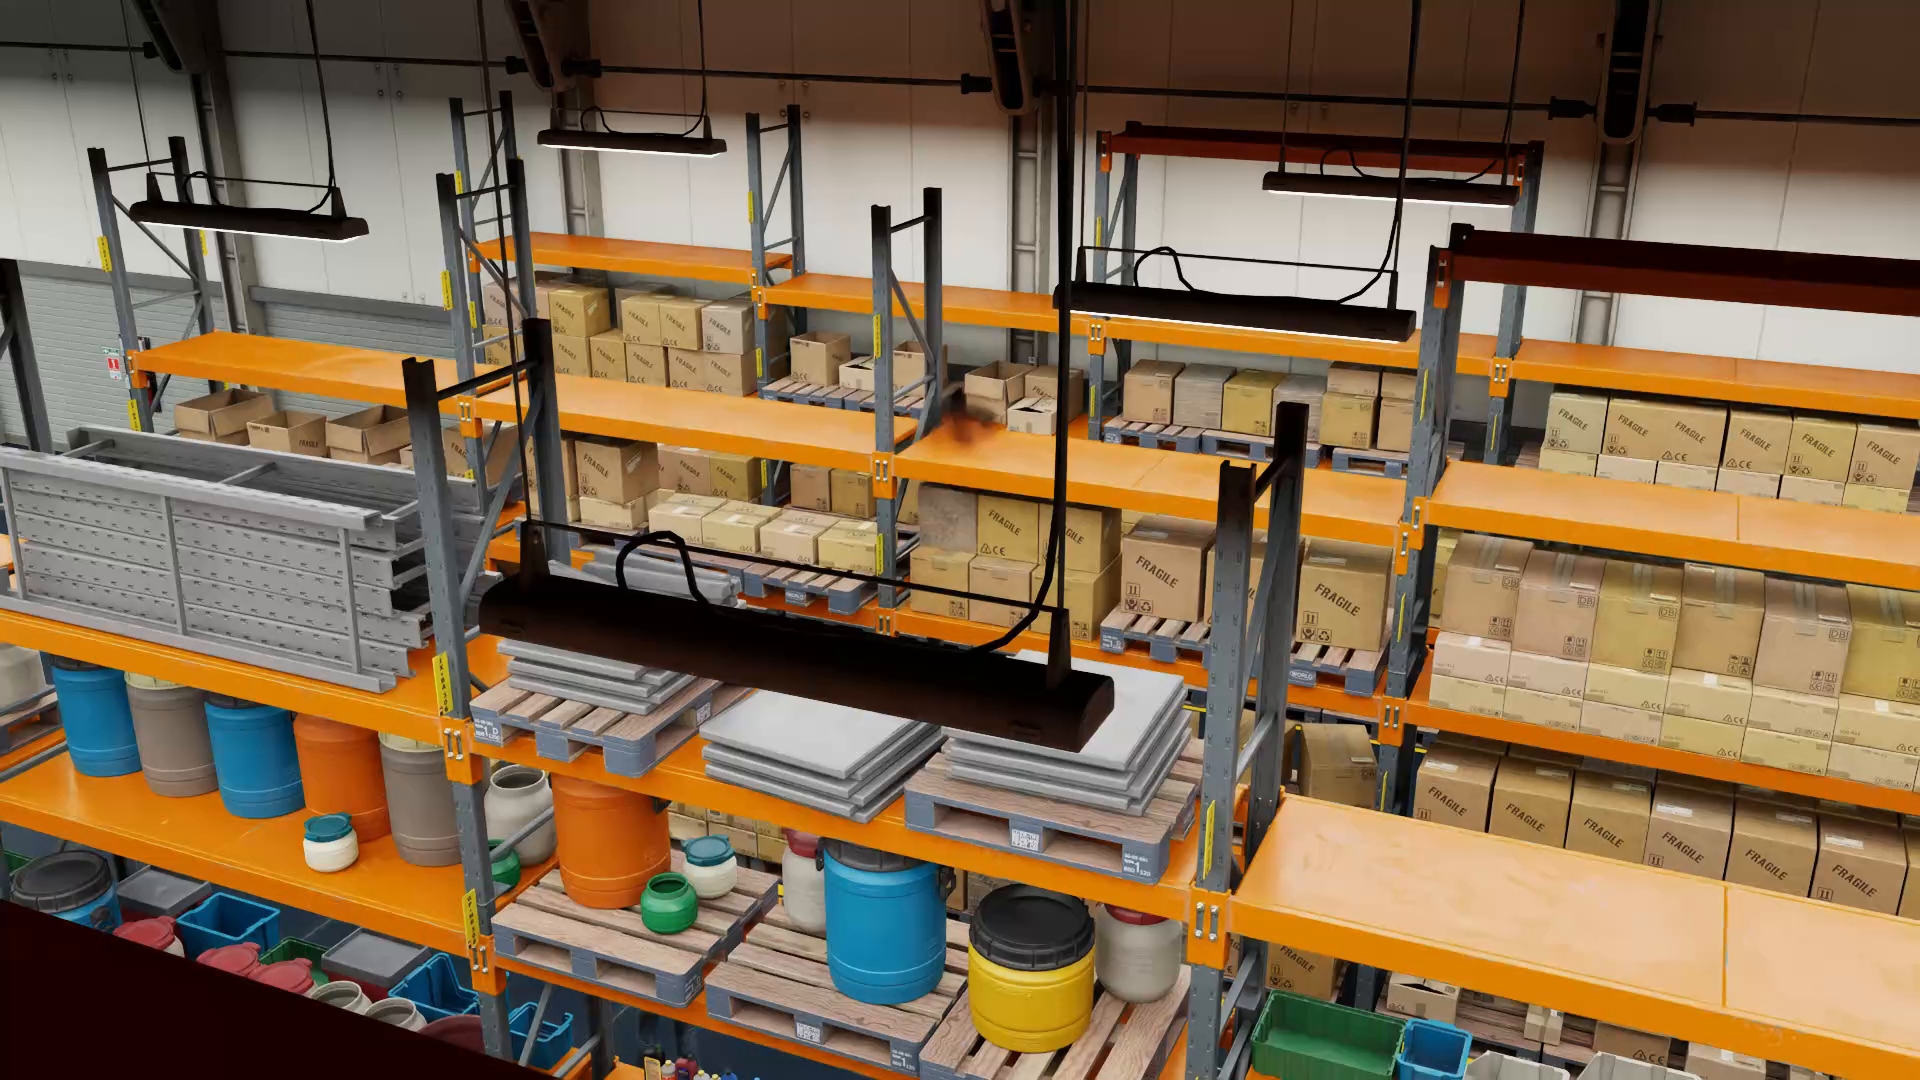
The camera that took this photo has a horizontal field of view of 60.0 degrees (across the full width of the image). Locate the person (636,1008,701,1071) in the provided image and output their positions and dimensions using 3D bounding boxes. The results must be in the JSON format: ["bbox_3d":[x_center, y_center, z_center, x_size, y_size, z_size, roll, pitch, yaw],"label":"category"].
[{"bbox_3d":[-2.106,3.156,11.770,0.639,1.751,0.521,0,21,1],"label":"person"}]
